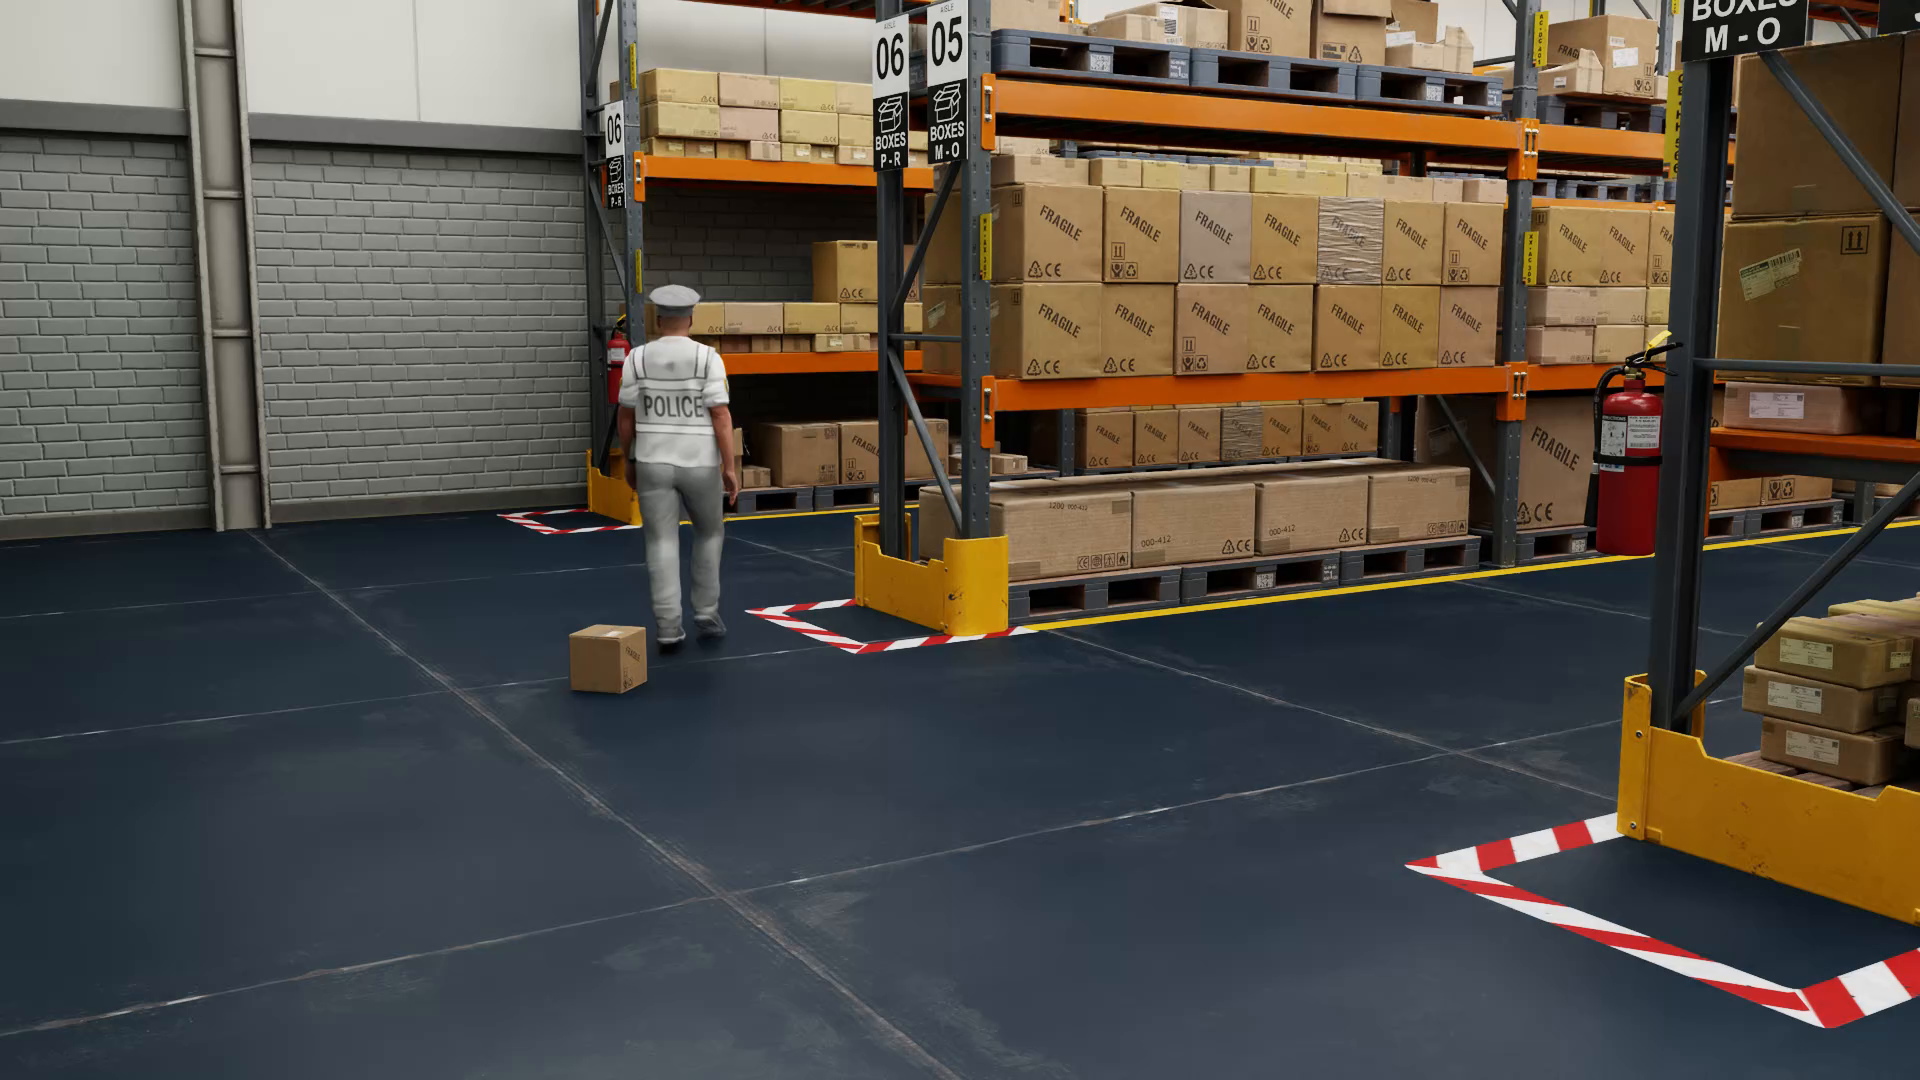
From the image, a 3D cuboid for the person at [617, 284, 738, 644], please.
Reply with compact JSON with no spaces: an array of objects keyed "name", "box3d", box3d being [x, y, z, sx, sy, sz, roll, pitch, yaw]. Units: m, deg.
[{"name":"person","box3d":[-1.400,-0.344,8.290,0.590,1.840,0.690,-1,8,-6]}]
